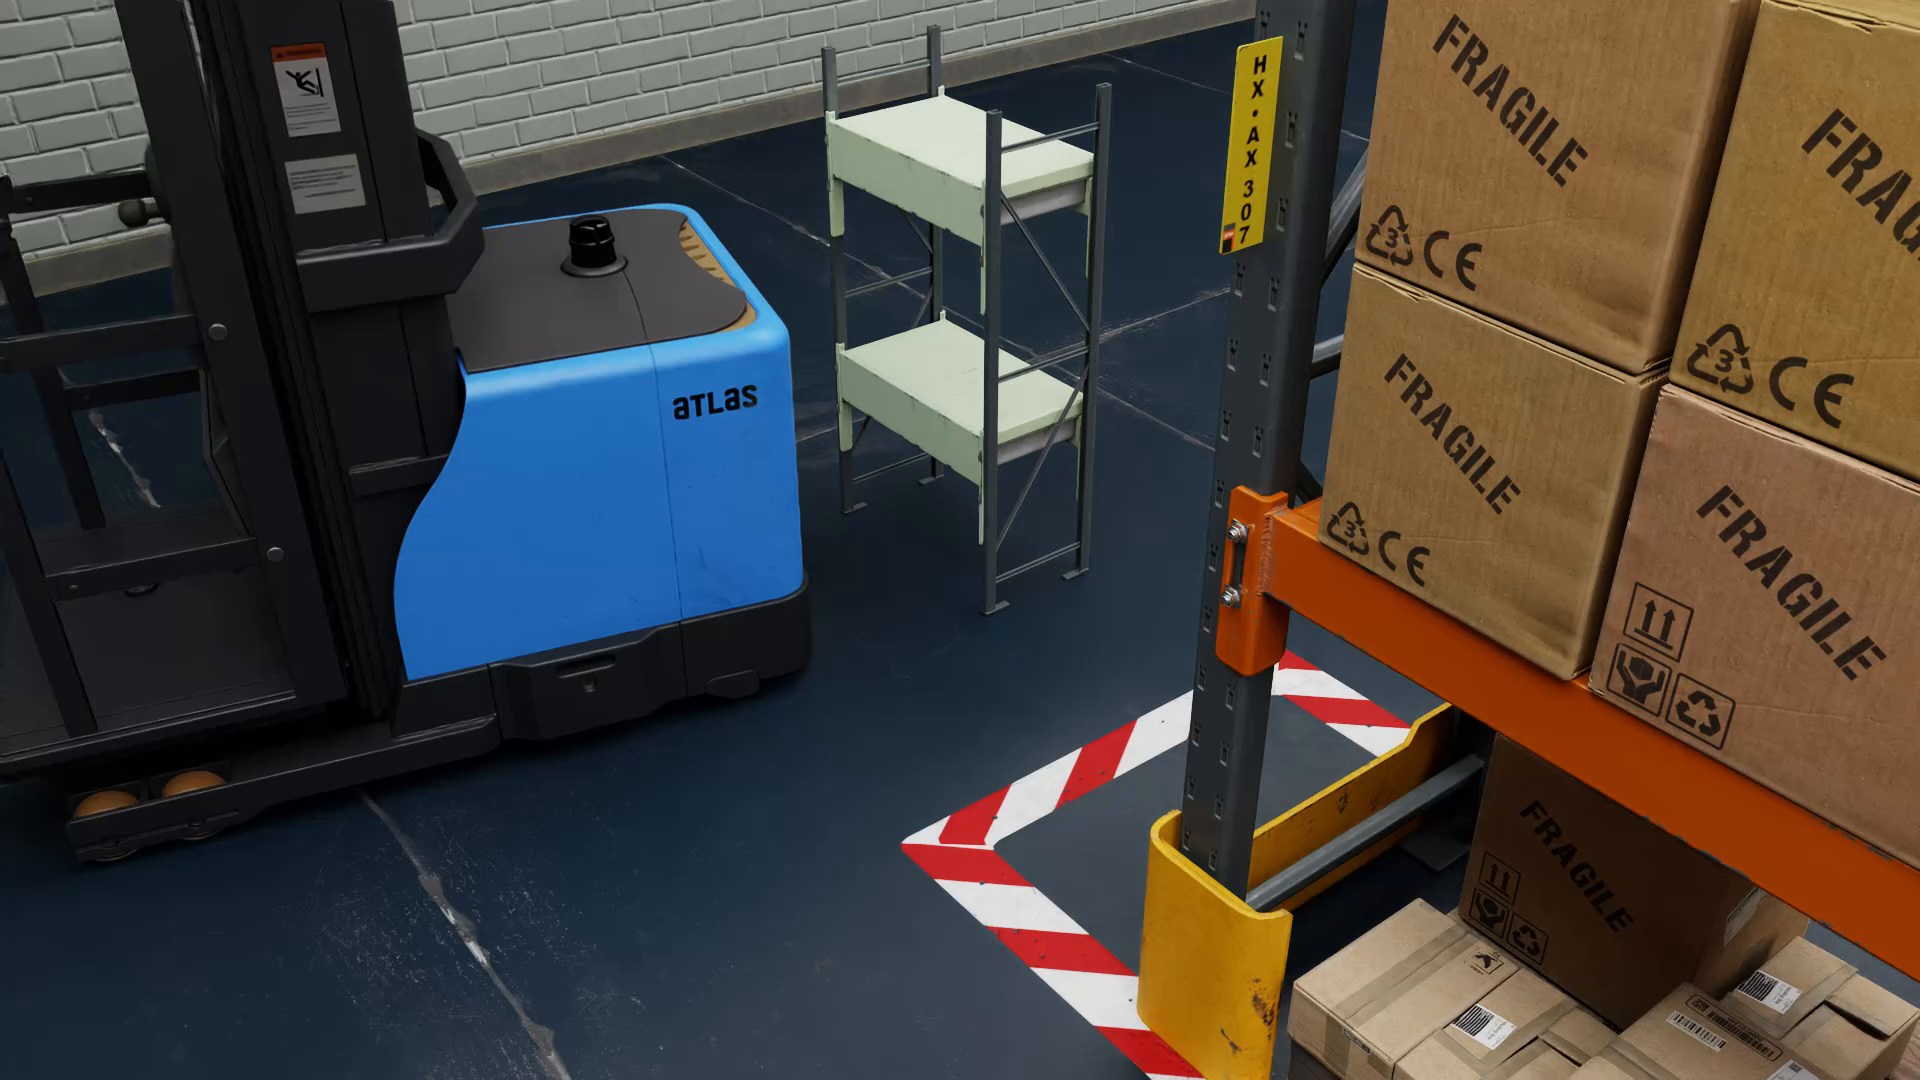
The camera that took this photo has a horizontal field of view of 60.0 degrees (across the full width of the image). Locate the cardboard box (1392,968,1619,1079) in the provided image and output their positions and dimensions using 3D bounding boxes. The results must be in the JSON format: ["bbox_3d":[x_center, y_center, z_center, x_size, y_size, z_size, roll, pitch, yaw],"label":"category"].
[{"bbox_3d":[1.016,0.996,3.072,0.380,0.166,0.250,-22,38,-31],"label":"cardboard box"}]

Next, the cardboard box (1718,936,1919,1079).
[{"bbox_3d":[1.583,0.951,3.145,0.380,0.166,0.250,-22,38,-31],"label":"cardboard box"}]

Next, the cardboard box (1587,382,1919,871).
[{"bbox_3d":[1.262,0.030,2.263,0.500,0.500,0.500,-23,38,-32],"label":"cardboard box"}]

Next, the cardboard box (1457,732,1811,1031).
[{"bbox_3d":[1.406,0.611,3.375,0.500,0.500,0.500,-22,38,-31],"label":"cardboard box"}]

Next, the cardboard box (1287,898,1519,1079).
[{"bbox_3d":[0.863,0.899,3.244,0.380,0.149,0.250,-22,38,-31],"label":"cardboard box"}]

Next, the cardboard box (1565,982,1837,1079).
[{"bbox_3d":[1.294,1.097,2.829,0.500,0.250,0.500,-22,38,-31],"label":"cardboard box"}]

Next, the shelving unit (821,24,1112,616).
[{"bbox_3d":[0.004,-0.634,4.850,0.431,1.500,0.755,-22,38,-31],"label":"shelving unit"}]

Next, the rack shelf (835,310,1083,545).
[{"bbox_3d":[0.004,-0.357,5.022,0.431,0.370,0.720,-22,38,-31],"label":"rack shelf"}]

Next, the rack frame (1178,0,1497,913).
[{"bbox_3d":[0.878,-0.411,3.068,1.000,3.000,0.127,-22,38,-31],"label":"rack frame"}]

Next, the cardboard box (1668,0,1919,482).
[{"bbox_3d":[1.268,-0.392,1.996,0.500,0.500,0.500,-22,38,-31],"label":"cardboard box"}]

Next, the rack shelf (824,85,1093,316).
[{"bbox_3d":[0.004,-0.966,4.644,0.431,0.370,0.720,-22,38,-31],"label":"rack shelf"}]

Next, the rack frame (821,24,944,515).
[{"bbox_3d":[-0.220,-0.787,5.095,0.400,1.500,0.023,-22,38,-31],"label":"rack frame"}]

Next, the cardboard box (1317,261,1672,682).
[{"bbox_3d":[0.941,-0.183,2.607,0.500,0.500,0.500,-21,38,-30],"label":"cardboard box"}]

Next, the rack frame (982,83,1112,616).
[{"bbox_3d":[0.229,-0.482,4.604,0.400,1.500,0.023,-22,38,-31],"label":"rack frame"}]

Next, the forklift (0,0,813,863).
[{"bbox_3d":[-1.975,-0.790,3.743,3.031,2.935,1.130,-12,34,-19],"label":"forklift"}]

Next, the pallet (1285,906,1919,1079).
[{"bbox_3d":[1.414,1.138,3.219,1.003,0.211,1.213,-22,38,-31],"label":"pallet"}]

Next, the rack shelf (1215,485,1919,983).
[{"bbox_3d":[2.104,0.728,1.916,1.077,0.370,4.000,-22,38,-31],"label":"rack shelf"}]

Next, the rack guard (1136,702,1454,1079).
[{"bbox_3d":[0.924,0.683,3.677,1.175,0.500,0.348,-22,38,-31],"label":"rack guard"}]

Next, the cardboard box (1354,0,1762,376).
[{"bbox_3d":[0.941,-0.608,2.343,0.500,0.500,0.500,-21,38,-30],"label":"cardboard box"}]

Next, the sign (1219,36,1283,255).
[{"bbox_3d":[0.449,-0.603,2.557,0.100,0.325,0.005,-22,38,-31],"label":"sign"}]
